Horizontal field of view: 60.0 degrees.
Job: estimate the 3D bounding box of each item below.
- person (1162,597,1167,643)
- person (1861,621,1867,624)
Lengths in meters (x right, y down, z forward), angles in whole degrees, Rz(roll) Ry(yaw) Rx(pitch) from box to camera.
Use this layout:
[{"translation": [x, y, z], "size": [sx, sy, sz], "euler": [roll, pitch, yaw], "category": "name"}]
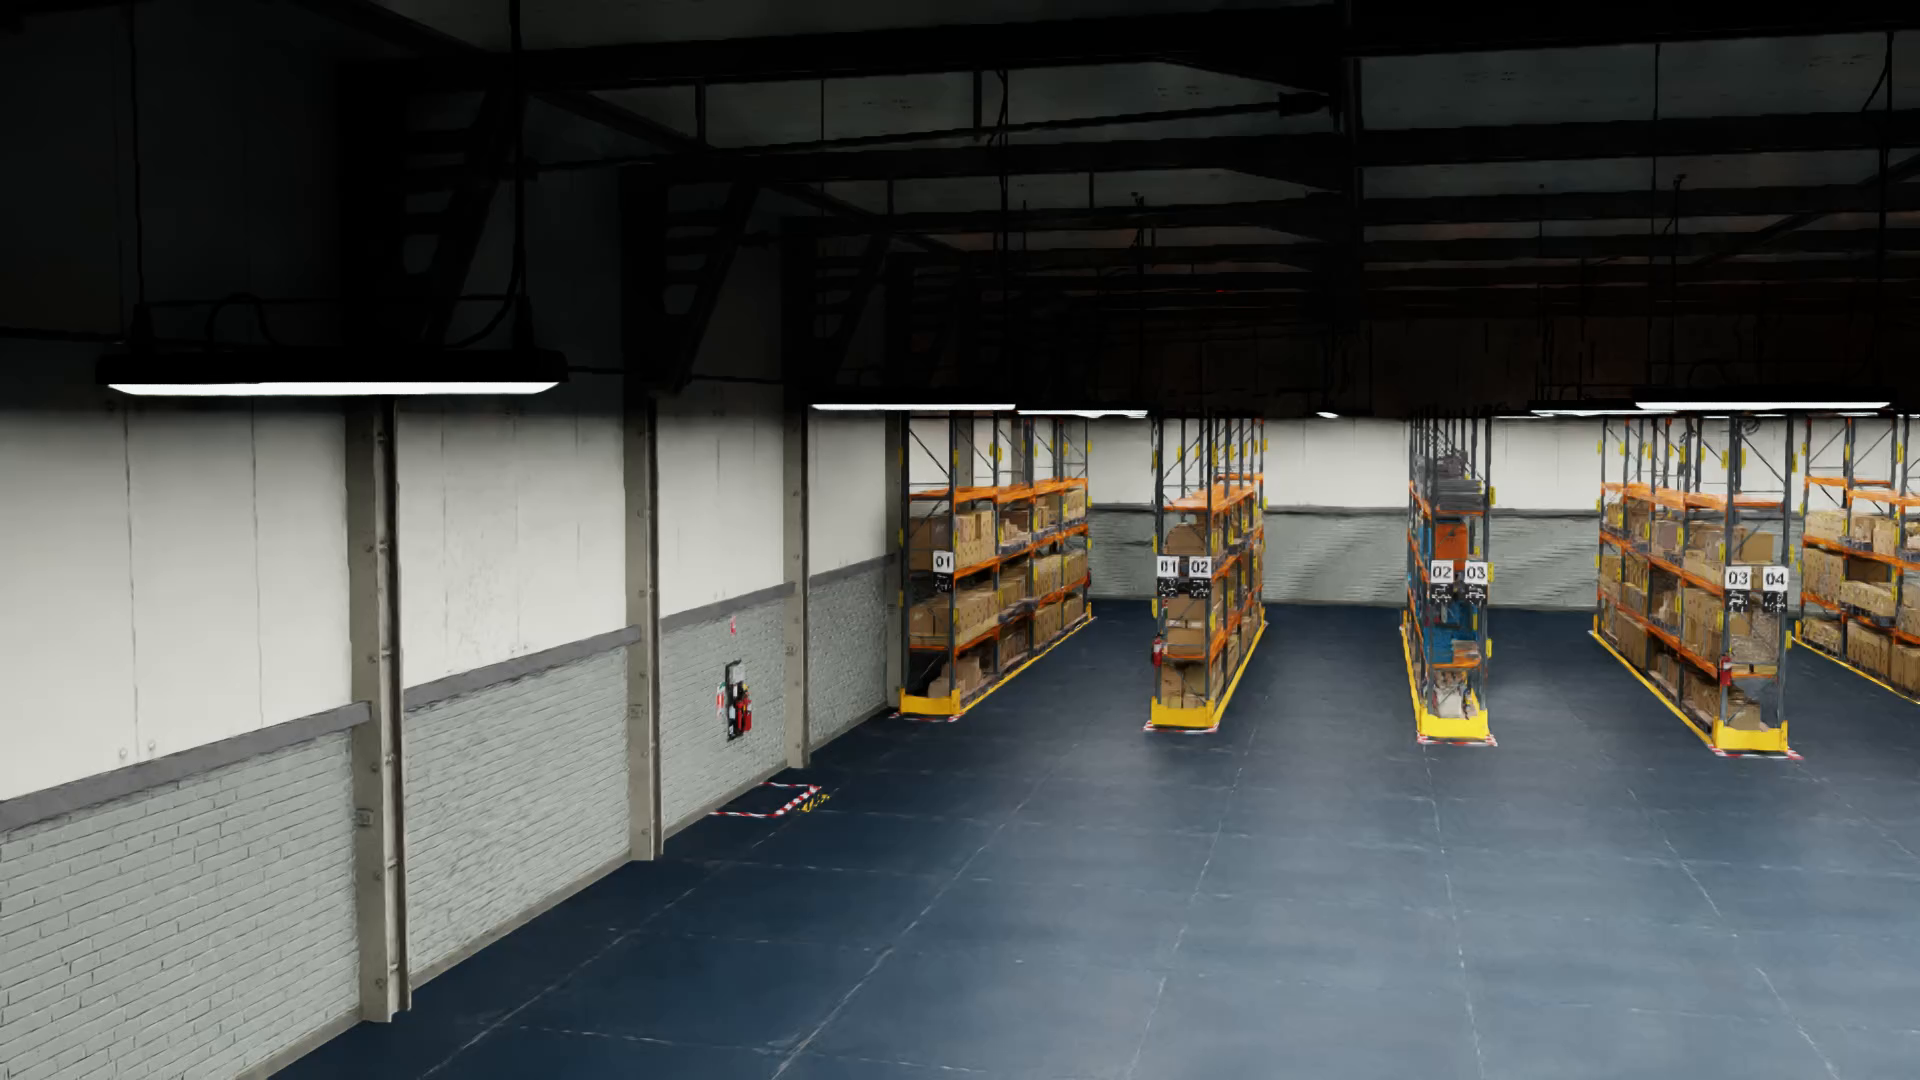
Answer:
[{"translation": [5.373, 1.757, 42.638], "size": [0.577, 1.785, 0.655], "euler": [4, 6, 45], "category": "person"}, {"translation": [24.734, 1.611, 45.231], "size": [0.614, 1.762, 0.594], "euler": [-1, 4, -18], "category": "person"}]
